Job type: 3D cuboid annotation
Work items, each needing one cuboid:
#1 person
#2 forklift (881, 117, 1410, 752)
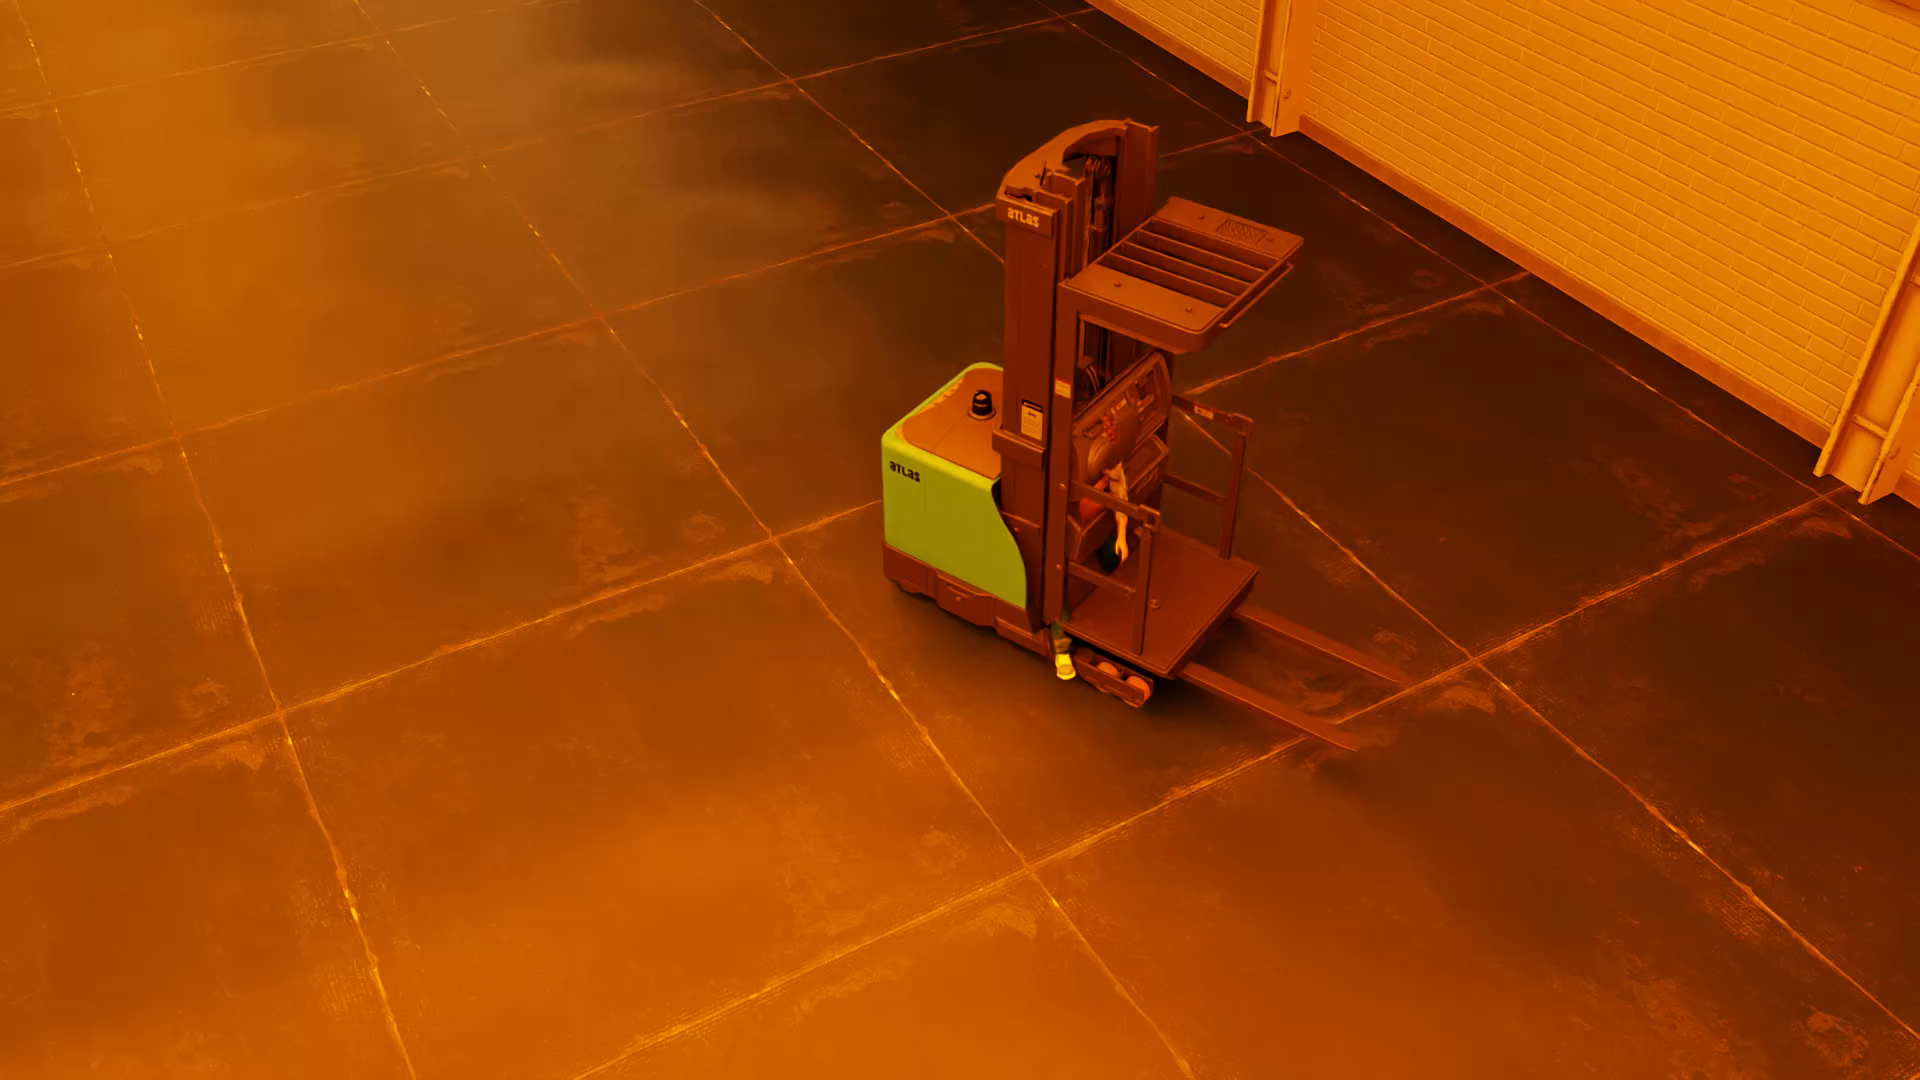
[{"bbox_3d":[0.692,-0.014,9.105,0.760,1.463,0.980,-5,40,-6],"label":"person"},{"bbox_3d":[1.033,-0.593,8.751,3.031,2.935,1.130,25,46,27],"label":"forklift"}]
